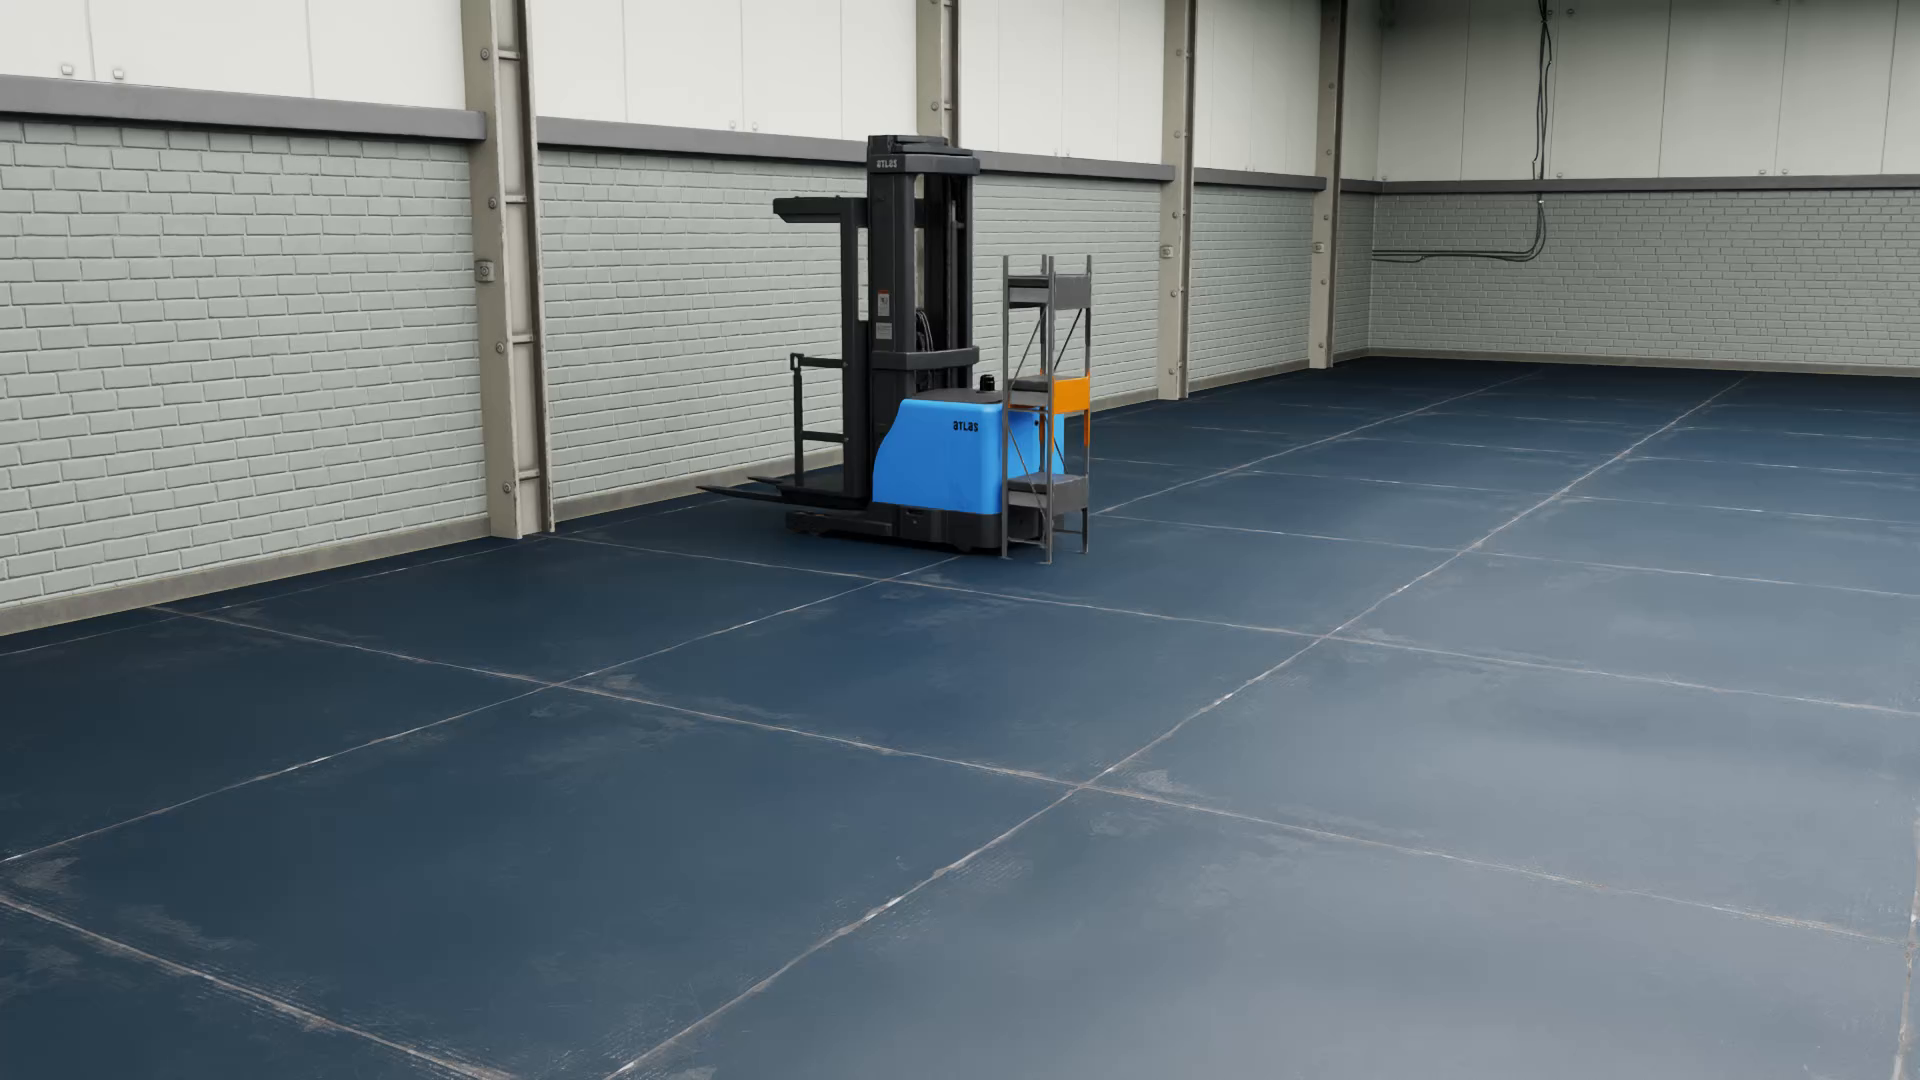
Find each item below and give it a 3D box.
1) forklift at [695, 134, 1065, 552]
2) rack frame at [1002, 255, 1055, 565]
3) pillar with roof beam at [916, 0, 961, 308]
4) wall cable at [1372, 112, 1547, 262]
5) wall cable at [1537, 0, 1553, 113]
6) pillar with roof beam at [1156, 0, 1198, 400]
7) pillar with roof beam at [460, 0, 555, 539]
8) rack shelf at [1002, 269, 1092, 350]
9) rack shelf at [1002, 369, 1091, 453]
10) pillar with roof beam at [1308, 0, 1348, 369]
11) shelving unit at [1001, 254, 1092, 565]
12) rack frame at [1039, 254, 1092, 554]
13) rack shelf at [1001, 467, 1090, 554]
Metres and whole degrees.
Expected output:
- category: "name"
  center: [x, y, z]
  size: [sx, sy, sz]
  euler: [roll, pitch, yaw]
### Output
- category: "forklift"
  center: [-0.715, -1.543, 12.646]
  size: [3.031, 2.935, 1.130]
  euler: [7, 13, 34]
- category: "rack frame"
  center: [0.461, -0.879, 11.357]
  size: [0.400, 2.100, 0.015]
  euler: [7, 13, 34]
- category: "pillar with roof beam"
  center: [3.463, -5.008, 14.662]
  size: [9.100, 9.000, 0.400]
  euler: [6, 12, 31]
- category: "wall cable"
  center: [8.673, -6.117, 29.025]
  size: [3.097, 2.526, 0.112]
  euler: [6, 12, 31]
- category: "wall cable"
  center: [10.985, -8.341, 27.180]
  size: [3.097, 2.526, 0.112]
  euler: [6, 12, 31]
- category: "pillar with roof beam"
  center: [6.578, -5.951, 19.702]
  size: [9.100, 9.000, 0.400]
  euler: [6, 12, 31]
- category: "pillar with roof beam"
  center: [0.348, -4.064, 9.622]
  size: [9.100, 9.000, 0.400]
  euler: [6, 12, 31]
- category: "rack shelf"
  center: [0.601, -1.590, 11.427]
  size: [0.431, 0.518, 0.480]
  euler: [7, 13, 34]
- category: "rack shelf"
  center: [0.601, -0.902, 11.556]
  size: [0.431, 0.518, 0.480]
  euler: [7, 13, 34]
- category: "pillar with roof beam"
  center: [9.693, -6.895, 24.743]
  size: [9.100, 9.000, 0.400]
  euler: [6, 12, 31]
- category: "shelving unit"
  center: [0.601, -0.916, 11.553]
  size: [0.431, 2.100, 0.503]
  euler: [7, 13, 34]
- category: "rack frame"
  center: [0.741, -0.952, 11.750]
  size: [0.400, 2.100, 0.015]
  euler: [7, 13, 34]
- category: "rack shelf"
  center: [0.601, -0.214, 11.685]
  size: [0.431, 0.518, 0.480]
  euler: [7, 13, 34]
